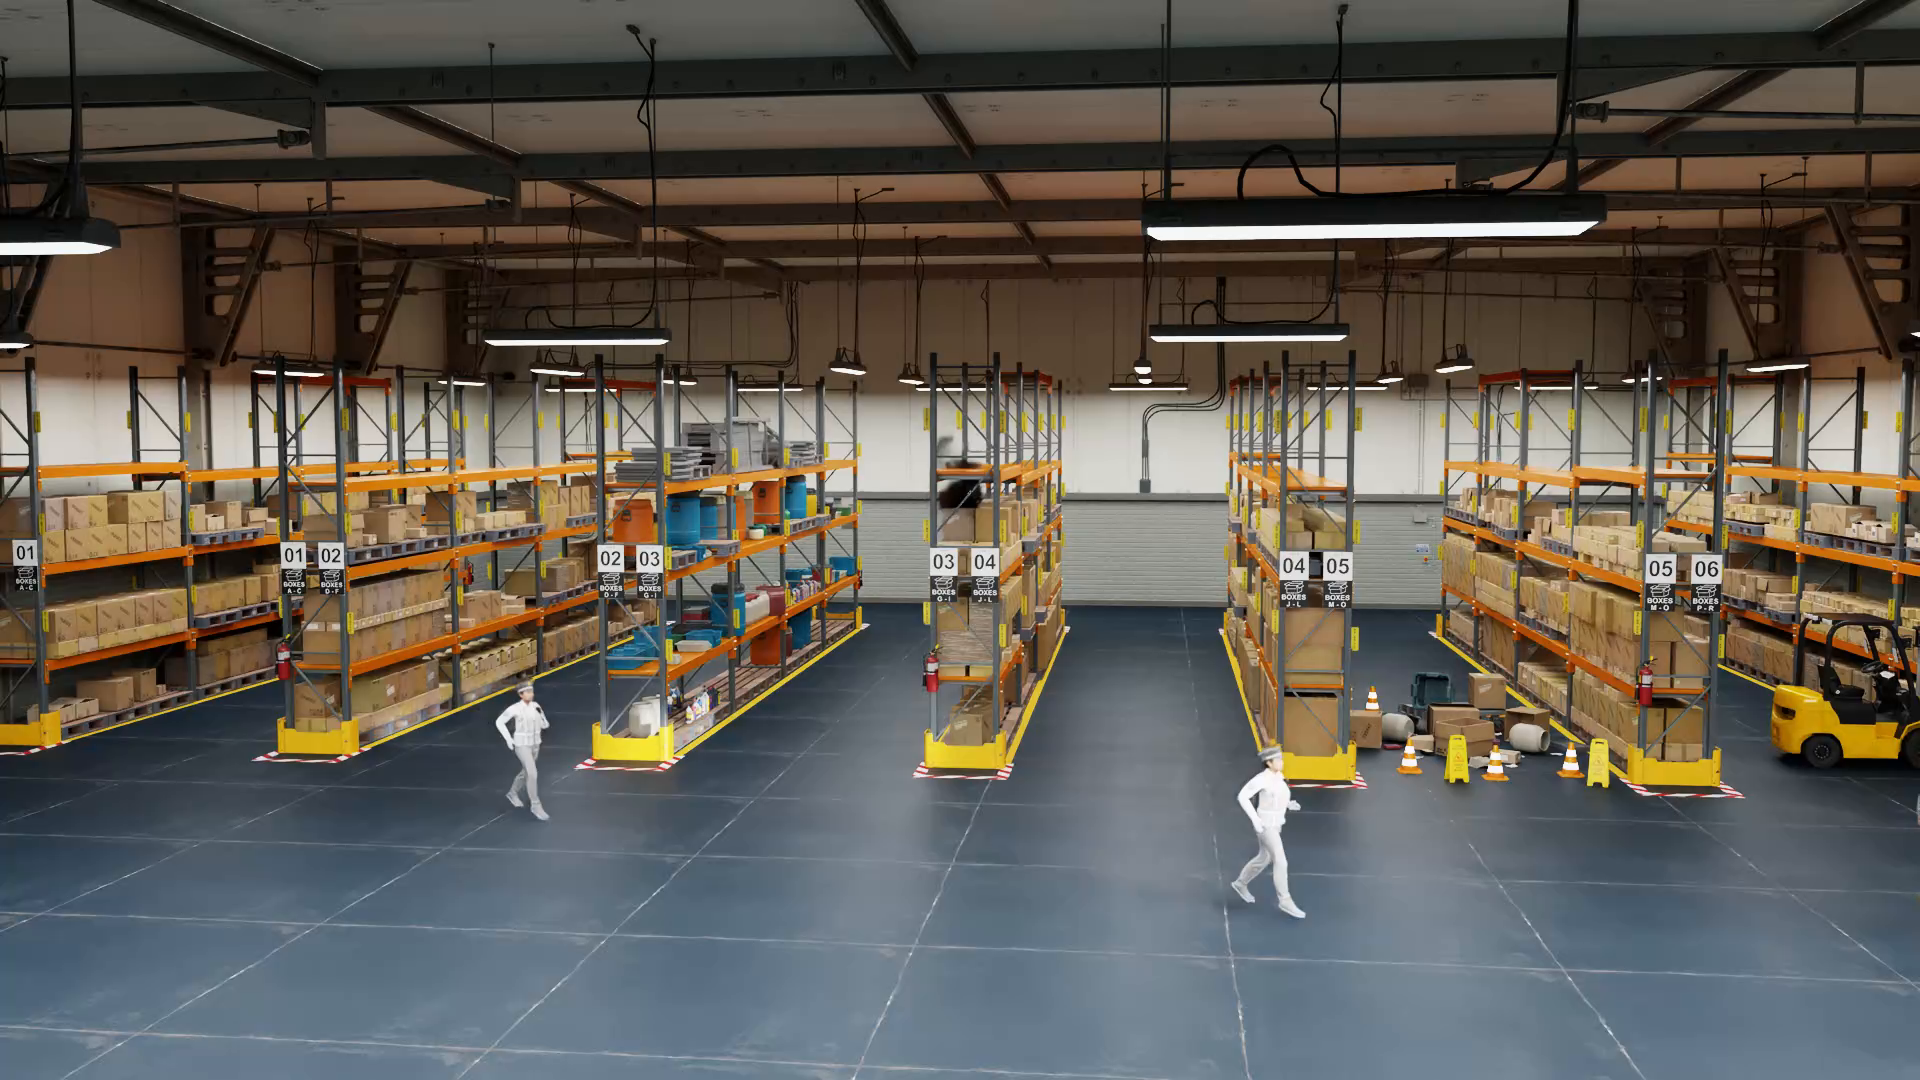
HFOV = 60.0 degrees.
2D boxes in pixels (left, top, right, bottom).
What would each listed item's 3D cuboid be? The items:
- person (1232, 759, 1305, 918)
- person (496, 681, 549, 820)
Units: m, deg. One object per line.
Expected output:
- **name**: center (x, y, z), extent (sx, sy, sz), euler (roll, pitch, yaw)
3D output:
- **person**: center (3.142, 2.958, 16.950), extent (0.836, 1.667, 0.485), euler (3, 5, 33)
- **person**: center (-5.522, 2.646, 21.179), extent (0.850, 1.728, 0.596), euler (2, 5, 31)
